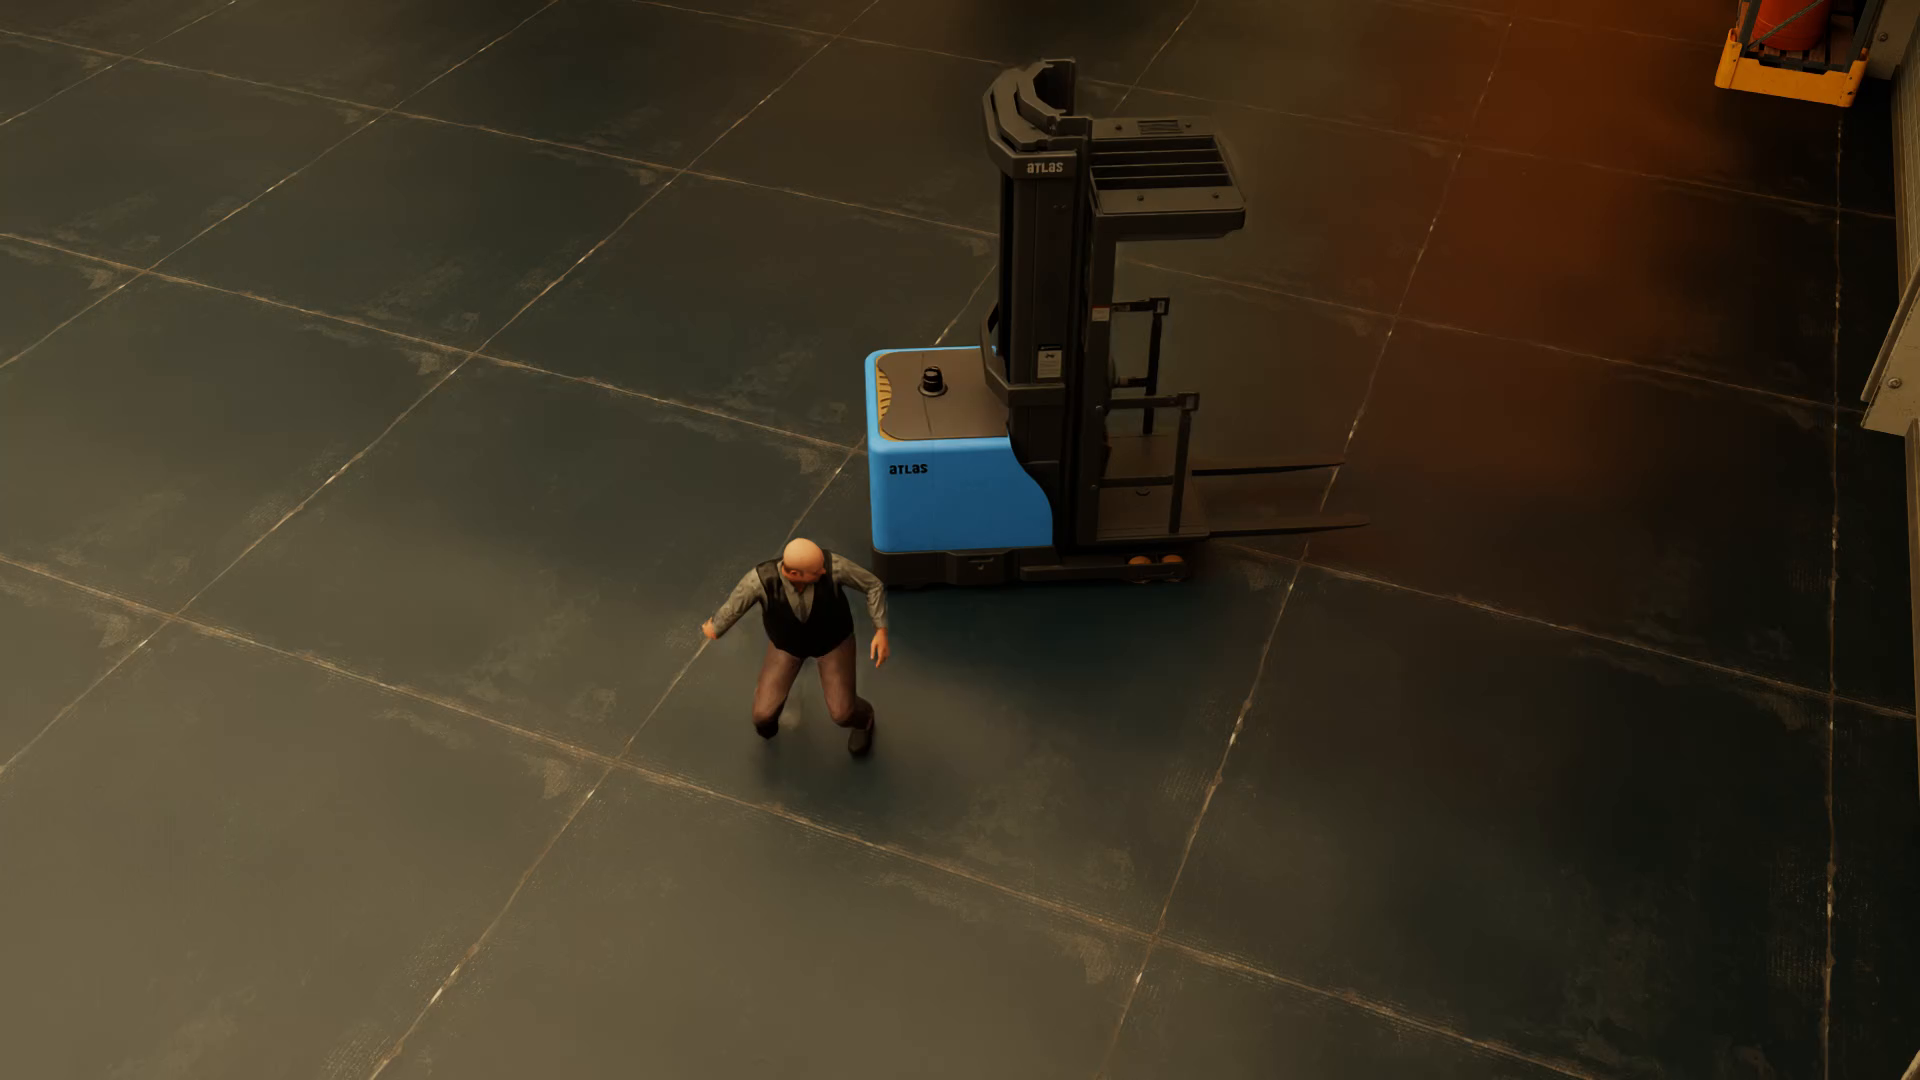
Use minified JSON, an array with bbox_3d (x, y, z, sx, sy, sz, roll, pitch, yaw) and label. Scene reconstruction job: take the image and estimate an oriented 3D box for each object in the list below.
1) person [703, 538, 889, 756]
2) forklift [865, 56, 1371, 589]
[{"bbox_3d":[-0.840,0.580,8.529,0.967,1.499,0.502,-1,40,-2],"label":"person"},{"bbox_3d":[0.957,-1.201,9.441,3.031,2.935,1.130,-3,40,-3],"label":"forklift"}]
